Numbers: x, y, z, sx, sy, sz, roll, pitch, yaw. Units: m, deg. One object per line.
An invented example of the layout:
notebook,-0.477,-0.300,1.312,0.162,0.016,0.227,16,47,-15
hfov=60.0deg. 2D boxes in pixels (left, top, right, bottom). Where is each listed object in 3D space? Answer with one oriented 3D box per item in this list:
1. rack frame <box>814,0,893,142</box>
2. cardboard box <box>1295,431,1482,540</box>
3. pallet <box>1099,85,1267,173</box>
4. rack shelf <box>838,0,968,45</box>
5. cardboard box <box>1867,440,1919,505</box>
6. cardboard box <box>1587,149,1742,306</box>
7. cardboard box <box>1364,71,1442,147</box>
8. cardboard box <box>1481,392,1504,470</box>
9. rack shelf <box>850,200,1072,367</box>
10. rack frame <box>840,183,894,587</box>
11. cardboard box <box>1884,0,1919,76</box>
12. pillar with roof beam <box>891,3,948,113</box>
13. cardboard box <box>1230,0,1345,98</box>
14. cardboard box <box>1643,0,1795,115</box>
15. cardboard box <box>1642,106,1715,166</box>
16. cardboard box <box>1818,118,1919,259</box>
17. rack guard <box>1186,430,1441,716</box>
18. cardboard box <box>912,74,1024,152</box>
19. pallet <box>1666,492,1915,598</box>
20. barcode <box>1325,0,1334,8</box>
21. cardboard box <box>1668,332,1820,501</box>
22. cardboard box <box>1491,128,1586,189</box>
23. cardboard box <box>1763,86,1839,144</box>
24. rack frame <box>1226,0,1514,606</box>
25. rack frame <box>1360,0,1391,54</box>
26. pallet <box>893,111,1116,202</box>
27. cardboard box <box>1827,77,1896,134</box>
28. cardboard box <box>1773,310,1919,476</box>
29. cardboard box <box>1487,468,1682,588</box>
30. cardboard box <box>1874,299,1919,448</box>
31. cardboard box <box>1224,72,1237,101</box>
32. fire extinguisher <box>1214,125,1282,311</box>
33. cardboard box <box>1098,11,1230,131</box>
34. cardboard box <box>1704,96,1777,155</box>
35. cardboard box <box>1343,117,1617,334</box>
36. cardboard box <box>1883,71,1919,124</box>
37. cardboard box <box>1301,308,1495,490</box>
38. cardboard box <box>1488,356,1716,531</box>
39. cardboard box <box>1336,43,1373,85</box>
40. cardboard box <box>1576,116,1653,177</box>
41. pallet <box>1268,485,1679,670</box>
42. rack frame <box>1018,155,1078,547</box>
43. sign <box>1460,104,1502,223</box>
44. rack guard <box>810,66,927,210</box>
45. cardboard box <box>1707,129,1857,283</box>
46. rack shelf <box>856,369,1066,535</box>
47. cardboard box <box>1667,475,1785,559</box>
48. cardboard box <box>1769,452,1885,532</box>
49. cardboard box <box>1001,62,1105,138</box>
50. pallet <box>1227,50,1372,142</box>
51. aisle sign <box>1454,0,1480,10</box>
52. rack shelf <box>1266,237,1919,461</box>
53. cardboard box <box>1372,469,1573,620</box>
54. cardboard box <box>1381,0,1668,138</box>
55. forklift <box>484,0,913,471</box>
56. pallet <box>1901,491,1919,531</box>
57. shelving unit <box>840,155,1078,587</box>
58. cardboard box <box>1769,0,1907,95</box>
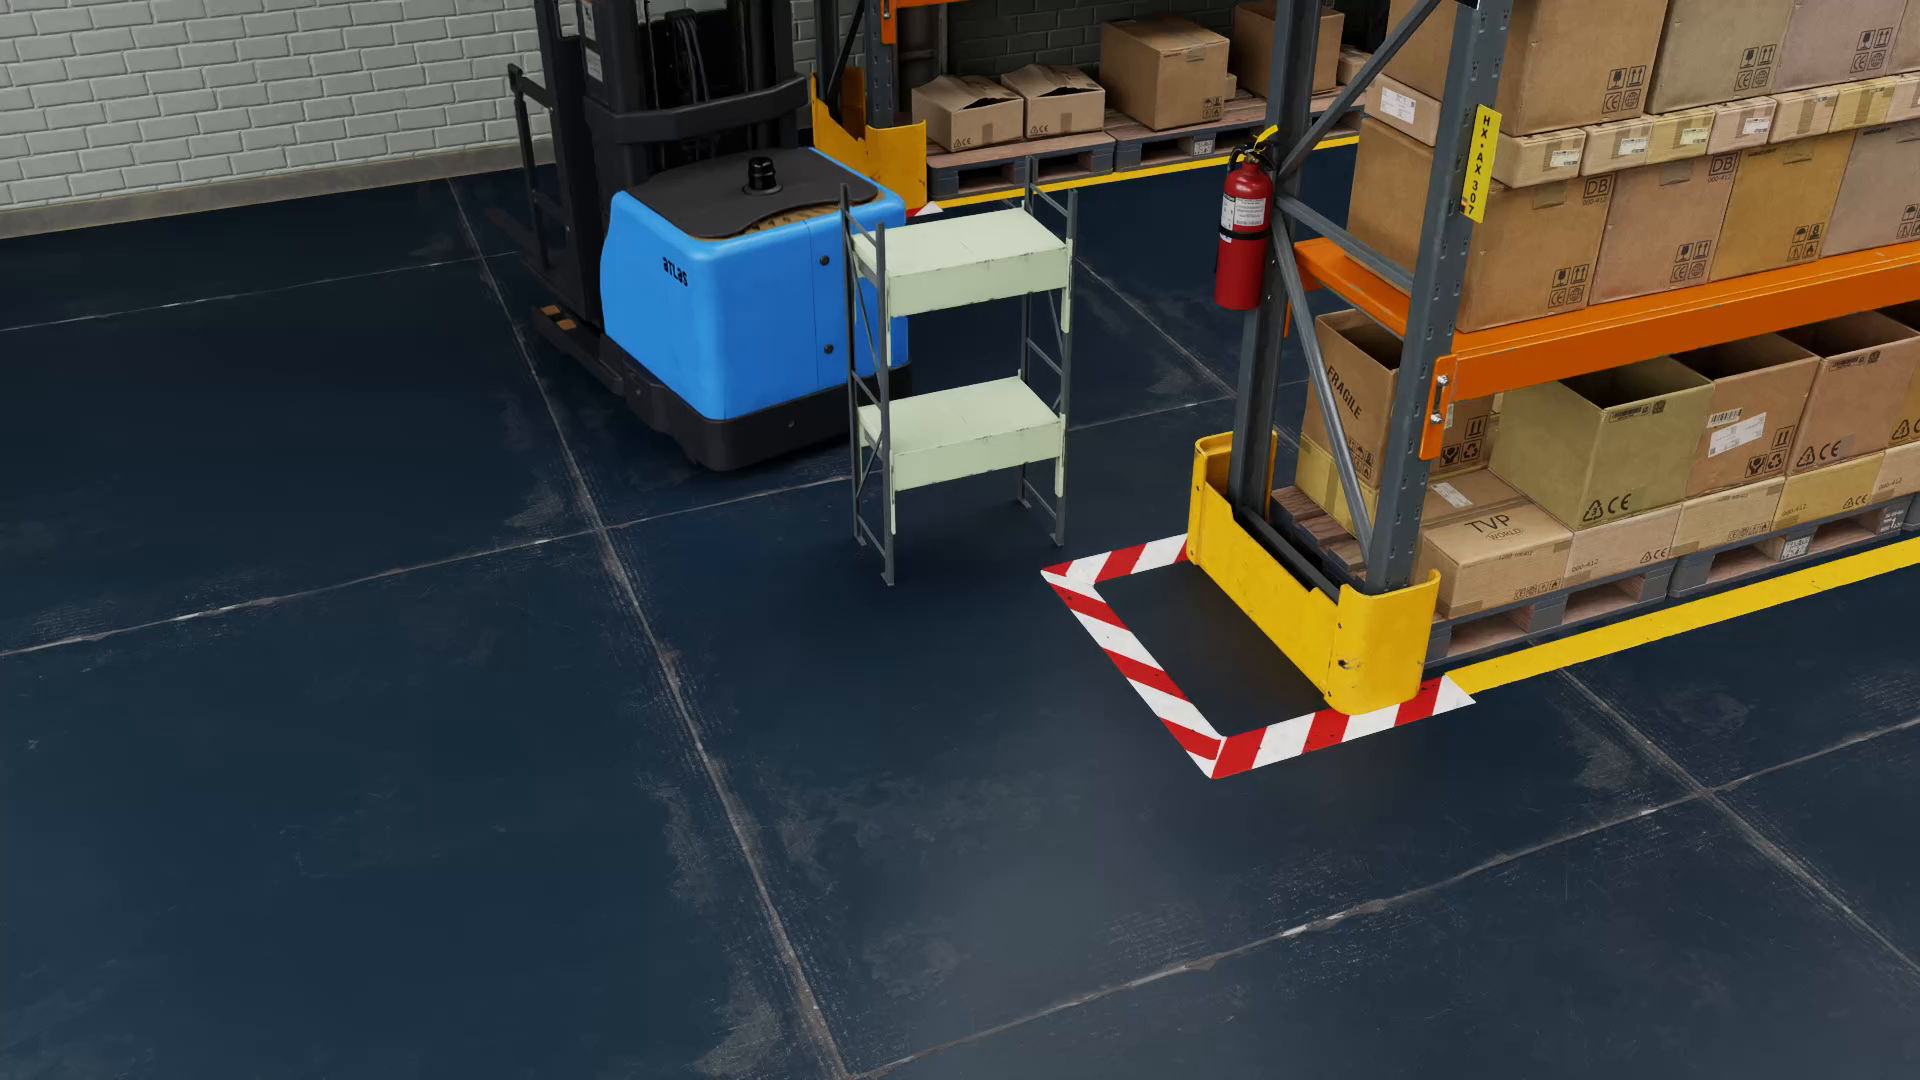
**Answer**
rack frame,-0.629,-3.459,9.315,0.127,3.000,1.000,-13,35,-19
cardboard box,1.672,-0.254,6.526,0.500,0.250,0.500,-13,35,-19
pallet,1.327,-2.715,10.729,1.213,0.211,1.003,-13,35,-19
rack shelf,1.215,-3.579,10.160,4.000,0.370,1.077,-13,35,-19
cardboard box,3.717,-0.415,6.774,0.500,0.250,0.500,-13,35,-19
cardboard box,2.210,-1.216,5.776,0.500,0.500,0.700,-12,35,-18
cardboard box,1.570,-1.459,5.555,0.250,0.149,0.380,-13,35,-20
cardboard box,2.128,-0.365,6.697,0.500,0.250,0.500,-13,35,-19
rack shelf,-0.006,-0.954,6.126,0.720,0.370,0.431,-13,35,-19
rack frame,-0.344,-0.550,6.220,0.023,1.500,0.400,-13,35,-19
cardboard box,3.185,-1.984,5.767,0.500,0.500,0.700,-13,35,-19
pillar with roof beam,1.348,-4.391,5.248,0.400,9.000,9.100,-13,35,-19
cardboard box,2.117,-3.201,10.807,0.500,0.500,0.500,-16,36,-22
cardboard box,2.259,-1.771,5.440,0.500,0.500,0.700,-14,36,-20
cardboard box,2.210,-1.366,5.412,0.250,0.149,0.380,-13,35,-19
cardboard box,3.154,-1.431,6.107,0.500,0.500,0.700,-12,35,-18
rack guard,1.270,0.084,6.162,0.348,0.500,1.175,-13,35,-19
cardboard box,0.044,-2.617,10.083,0.500,0.311,0.500,-17,37,-24
pallet,3.104,-0.238,6.922,1.213,0.211,1.003,-13,35,-19
barcode,2.468,-3.581,11.098,0.075,0.075,0.001,-13,35,-19
cardboard box,2.789,-0.526,6.257,0.500,0.500,0.500,-13,35,-19
cardboard box,1.737,-1.257,5.245,0.250,0.149,0.380,-13,35,-19
cardboard box,2.688,-1.476,5.581,0.250,0.149,0.380,-14,36,-21
rack frame,1.292,-0.968,5.488,0.127,3.000,1.000,-13,35,-19
rack frame,3.059,-4.303,10.613,0.127,3.000,1.000,-13,35,-19
pallet,0.204,-2.460,10.337,1.213,0.211,1.003,-13,35,-19
cardboard box,2.924,-1.530,5.664,0.250,0.149,0.380,-13,35,-20
cardboard box,3.257,-0.623,6.406,0.500,0.500,0.500,-13,35,-19
cardboard box,2.332,-0.101,6.290,0.500,0.250,0.500,-13,35,-19
cardboard box,3.712,-0.736,6.579,0.500,0.500,0.500,-13,35,-19
cardboard box,1.576,-2.965,10.767,0.250,0.149,0.380,-16,36,-23
fire extinguisher,1.003,-1.145,5.830,0.183,0.674,0.296,-13,35,-19
cardboard box,1.265,-2.946,10.416,0.500,0.500,0.700,-15,36,-22
cardboard box,2.443,-1.418,5.492,0.250,0.149,0.380,-13,35,-20
cardboard box,1.727,-1.102,5.602,0.500,0.500,0.700,-13,35,-19
cardboard box,3.155,-1.581,5.743,0.250,0.149,0.380,-13,35,-18
cardboard box,1.671,-0.569,6.323,0.500,0.500,0.500,-13,35,-19
cardboard box,2.333,-0.414,6.085,0.500,0.500,0.500,-13,35,-19
cardboard box,2.577,-3.172,11.069,0.250,0.166,0.380,-18,37,-25
cardboard box,1.979,-1.314,5.332,0.250,0.149,0.380,-14,36,-20
pallet,1.981,0.018,6.529,1.213,0.211,1.003,-13,35,-19
rack frame,0.331,-0.704,6.458,0.023,1.500,0.400,-13,35,-19
sign,1.501,-1.084,4.799,0.005,0.325,0.100,-13,35,-19
rack guard,-0.559,-2.427,10.021,0.348,0.500,1.175,-13,35,-19
cardboard box,2.670,-1.318,5.933,0.500,0.500,0.700,-13,35,-19
rack shelf,-0.006,-0.354,6.517,0.720,0.370,0.431,-13,35,-19
cardboard box,2.793,-0.206,6.452,0.500,0.250,0.500,-13,35,-19
cardboard box,3.256,-0.309,6.611,0.500,0.250,0.500,-13,35,-19
cardboard box,0.569,-2.737,10.268,0.500,0.311,0.500,-10,34,-15
pallet,2.453,-2.975,11.128,1.213,0.211,1.003,-13,35,-19
aisle sign,1.350,-1.890,4.521,0.004,0.787,0.394,-13,35,-19
rack shelf,3.136,-1.089,6.333,4.000,0.370,1.077,-13,35,-19
cardboard box,1.872,0.007,6.125,0.500,0.250,0.500,-13,35,-19
cardboard box,1.776,-1.657,5.266,0.500,0.500,0.700,-13,35,-19
forklift,-1.469,-2.279,7.565,1.130,2.935,3.031,-21,38,-29
pallet,4.231,-0.497,7.321,1.213,0.211,1.003,-13,35,-19
shelving unit,-0.006,-0.627,6.339,0.755,1.500,0.431,-13,35,-19
cardboard box,2.723,-1.878,5.605,0.500,0.500,0.700,-13,35,-19
